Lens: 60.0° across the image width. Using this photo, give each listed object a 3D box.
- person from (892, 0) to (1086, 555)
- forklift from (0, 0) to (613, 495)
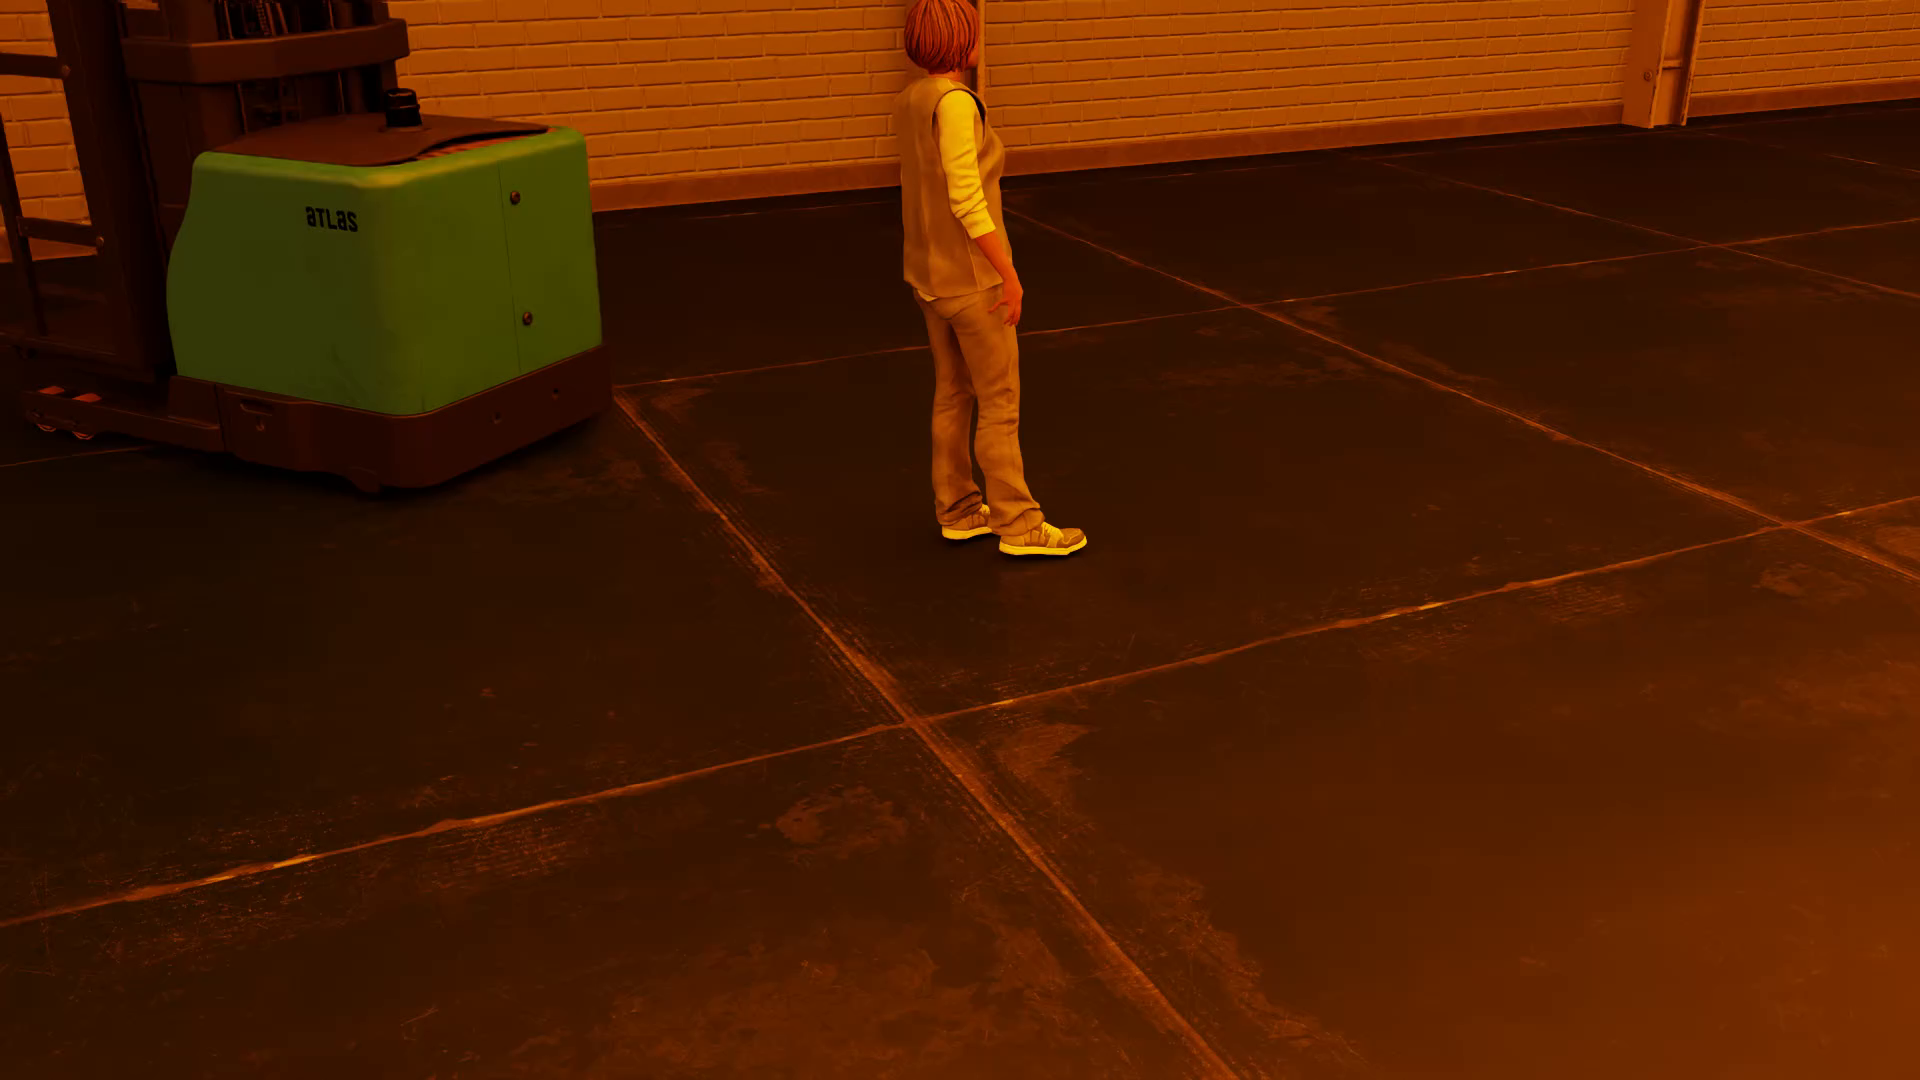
[{"bbox_3d":[0.073,-0.752,4.814,0.474,1.598,0.519,-10,25,-23],"label":"person"},{"bbox_3d":[-2.828,-1.879,5.809,3.031,2.935,1.130,11,25,25],"label":"forklift"}]
